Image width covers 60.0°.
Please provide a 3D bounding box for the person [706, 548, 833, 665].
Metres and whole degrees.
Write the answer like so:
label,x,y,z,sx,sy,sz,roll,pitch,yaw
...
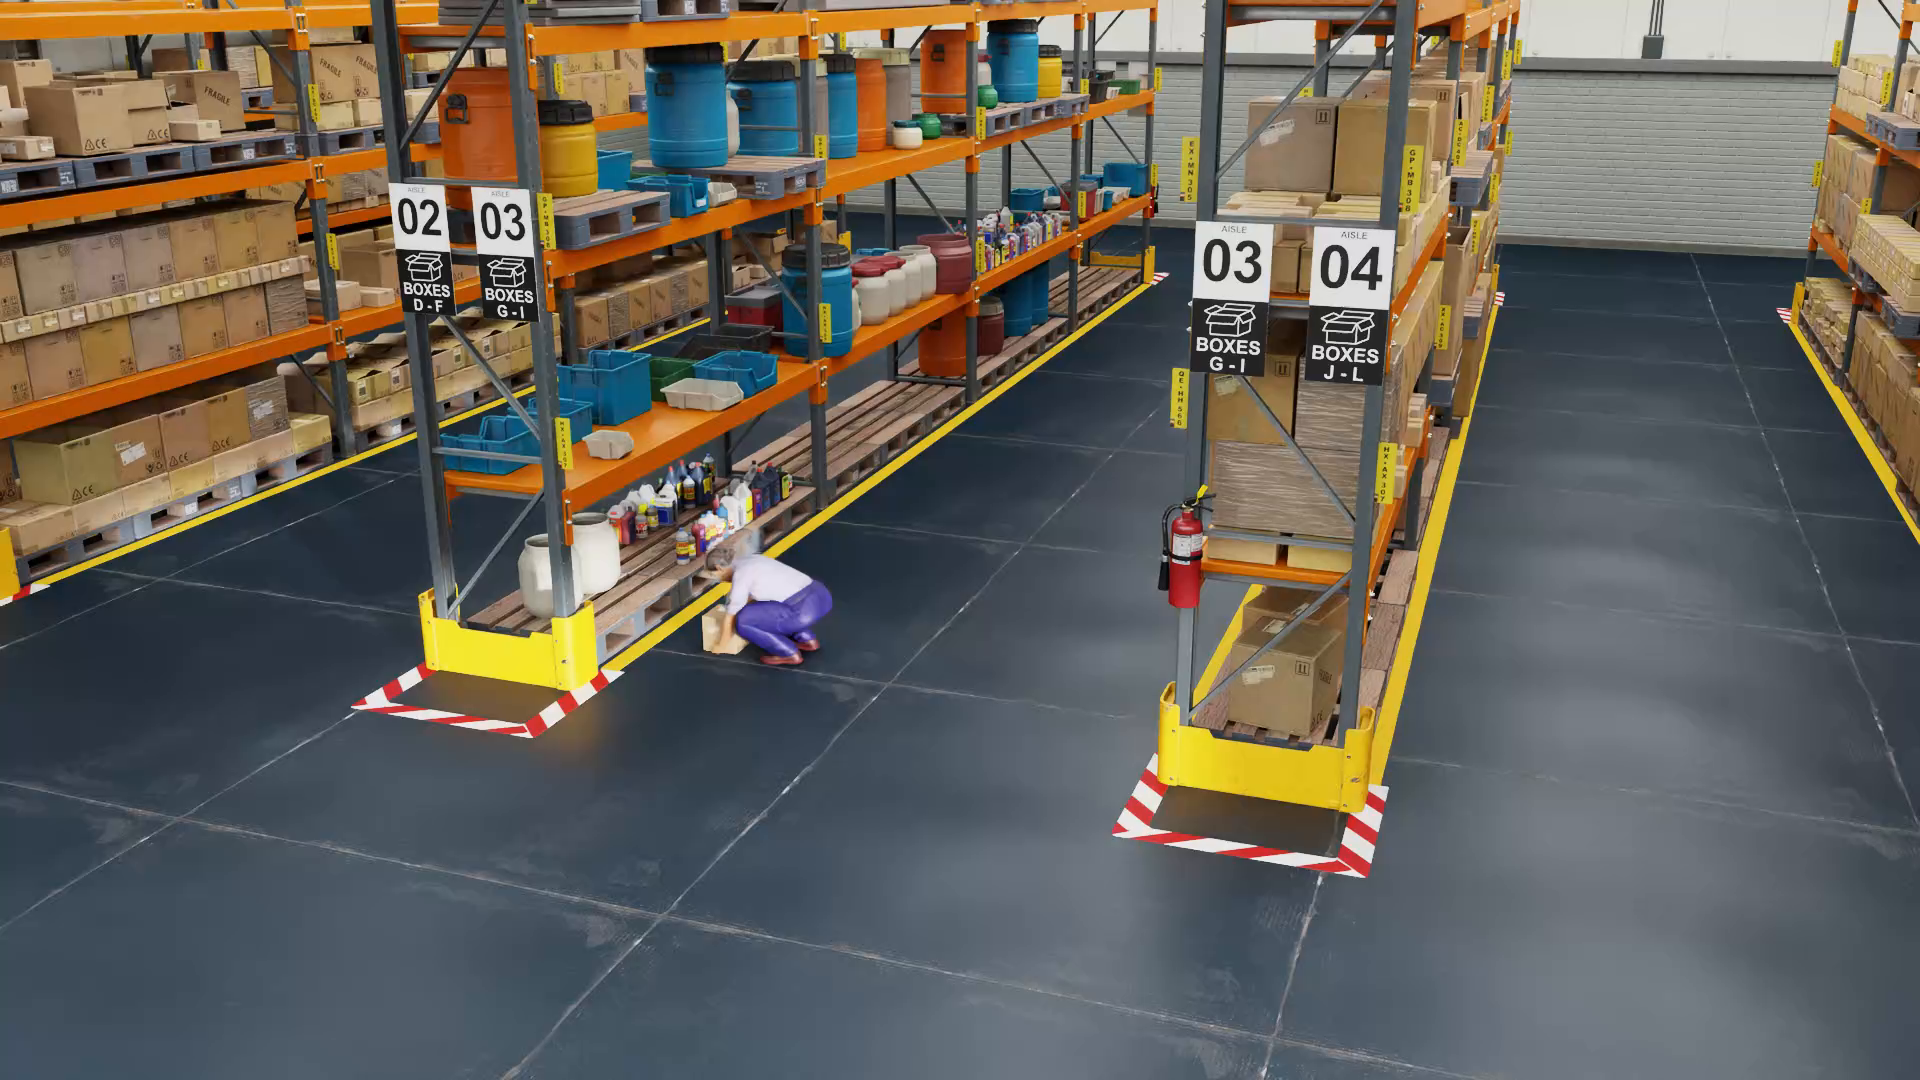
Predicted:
label,x,y,z,sx,sy,sz,roll,pitch,yaw
person,-1.301,0.451,11.269,0.847,0.804,0.527,6,20,18
